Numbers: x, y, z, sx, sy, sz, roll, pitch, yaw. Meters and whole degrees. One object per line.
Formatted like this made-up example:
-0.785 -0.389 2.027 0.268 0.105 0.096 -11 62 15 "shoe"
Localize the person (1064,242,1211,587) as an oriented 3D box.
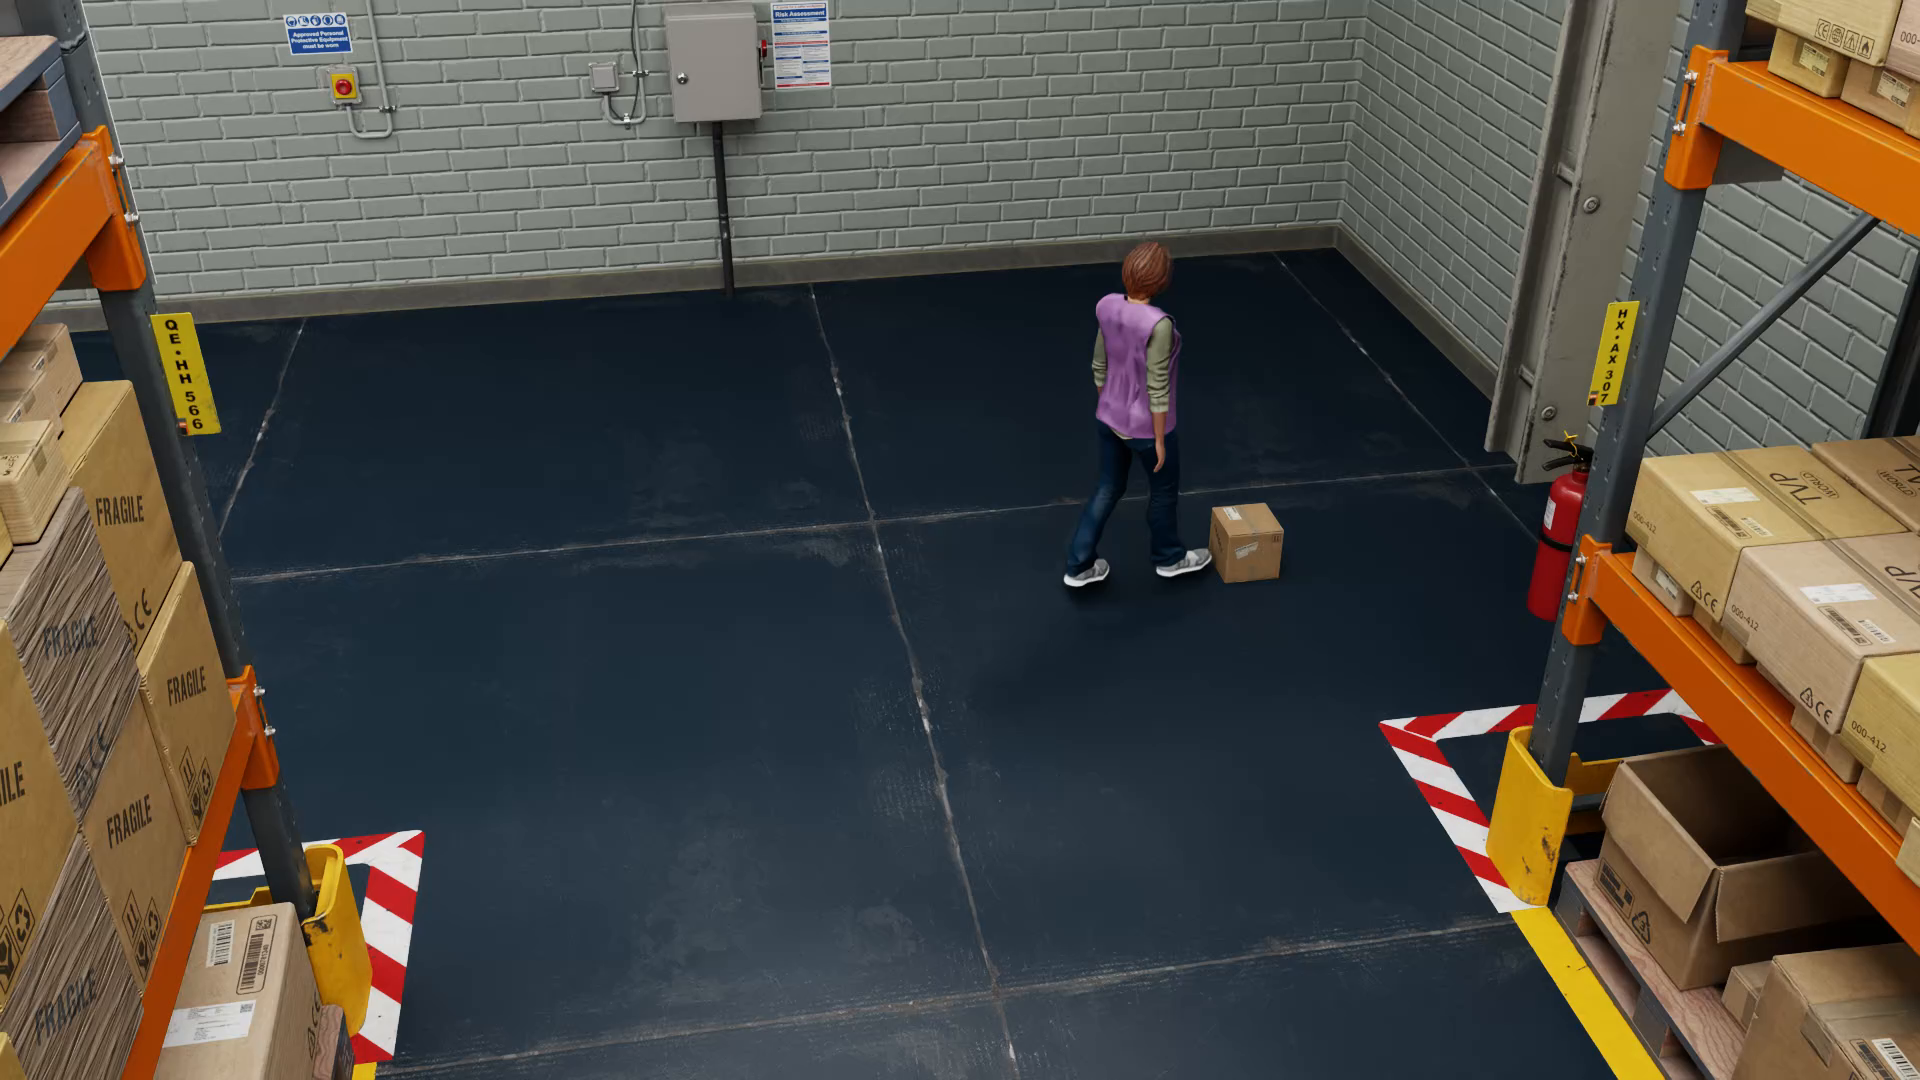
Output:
0.770 -0.514 6.967 0.694 1.565 0.448 -23 38 -32 "person"
